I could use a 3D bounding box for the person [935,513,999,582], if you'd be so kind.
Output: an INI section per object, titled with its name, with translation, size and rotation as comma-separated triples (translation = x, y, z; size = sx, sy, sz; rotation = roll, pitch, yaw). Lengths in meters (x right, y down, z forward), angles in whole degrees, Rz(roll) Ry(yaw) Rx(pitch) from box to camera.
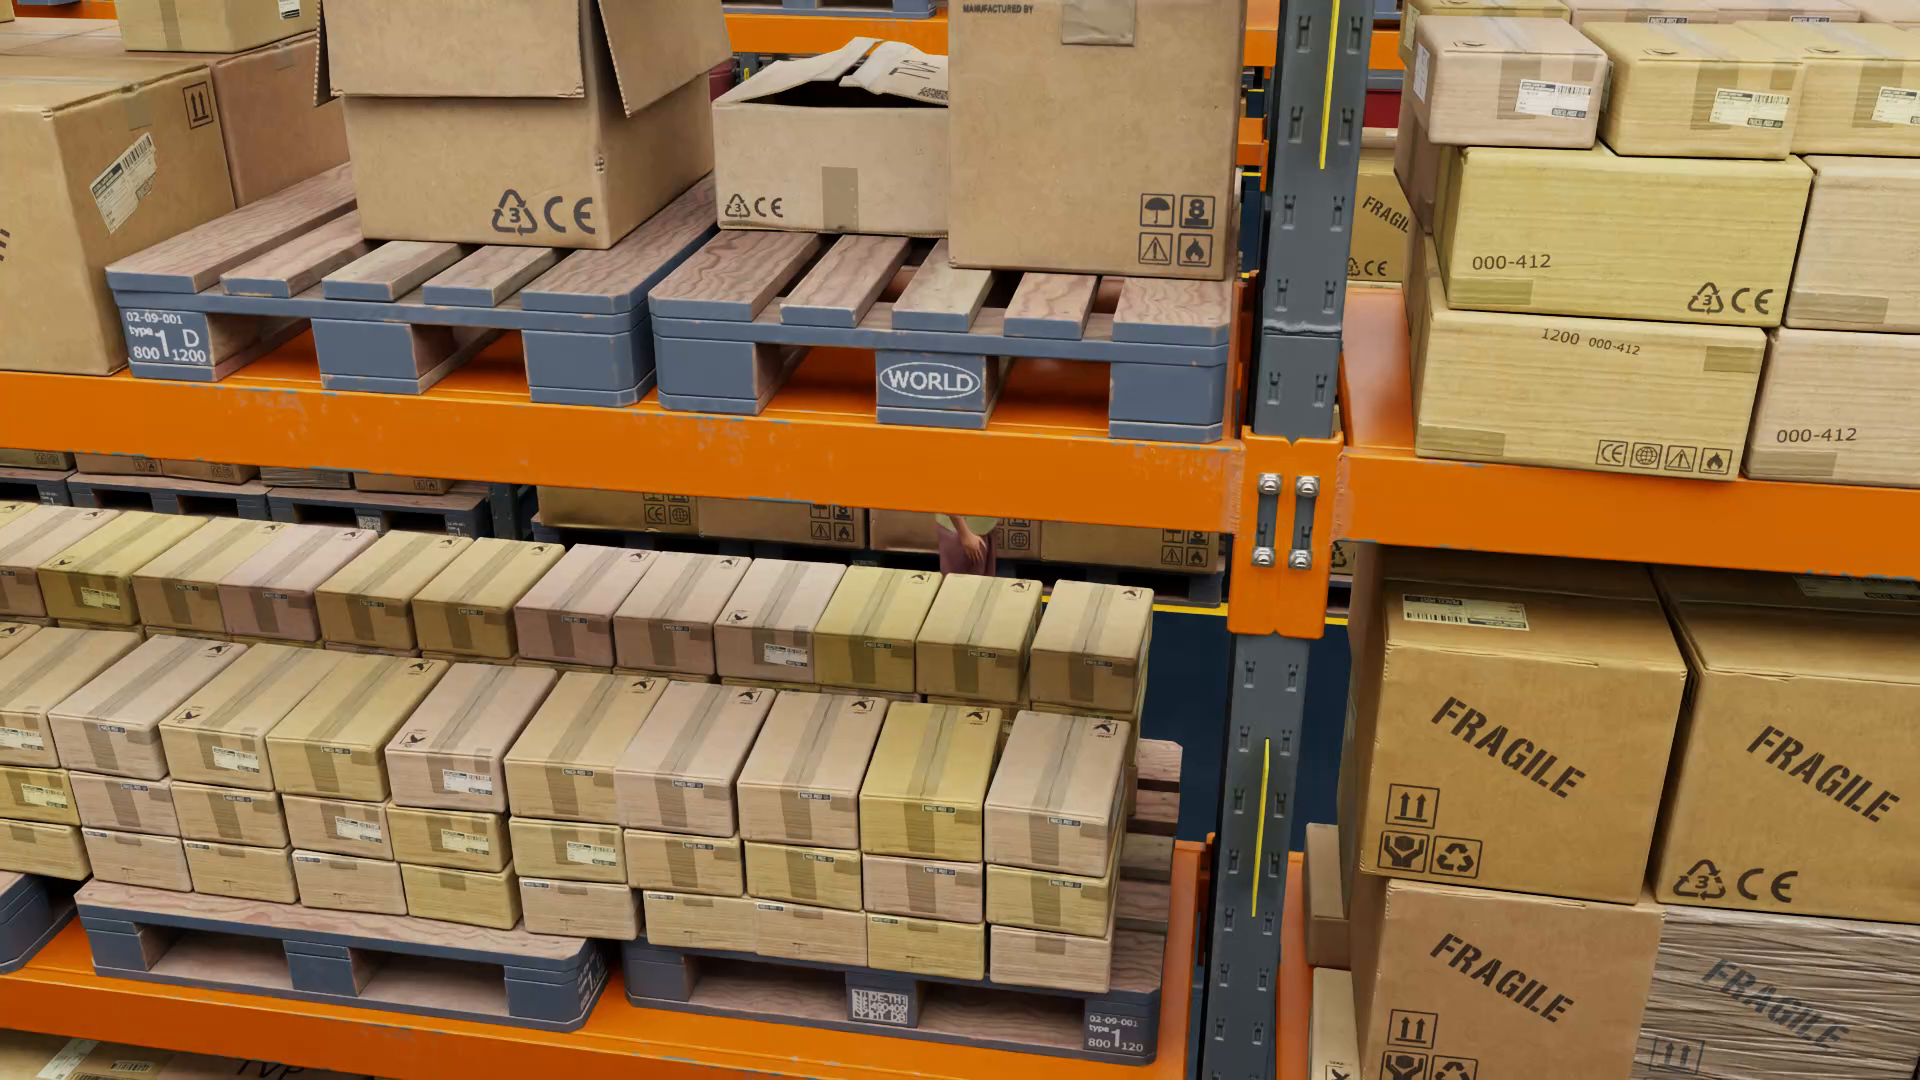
[person]
translation = 0.040, -0.065, 7.205
size = 0.403, 1.671, 0.470
rotation = 7, 26, 16
